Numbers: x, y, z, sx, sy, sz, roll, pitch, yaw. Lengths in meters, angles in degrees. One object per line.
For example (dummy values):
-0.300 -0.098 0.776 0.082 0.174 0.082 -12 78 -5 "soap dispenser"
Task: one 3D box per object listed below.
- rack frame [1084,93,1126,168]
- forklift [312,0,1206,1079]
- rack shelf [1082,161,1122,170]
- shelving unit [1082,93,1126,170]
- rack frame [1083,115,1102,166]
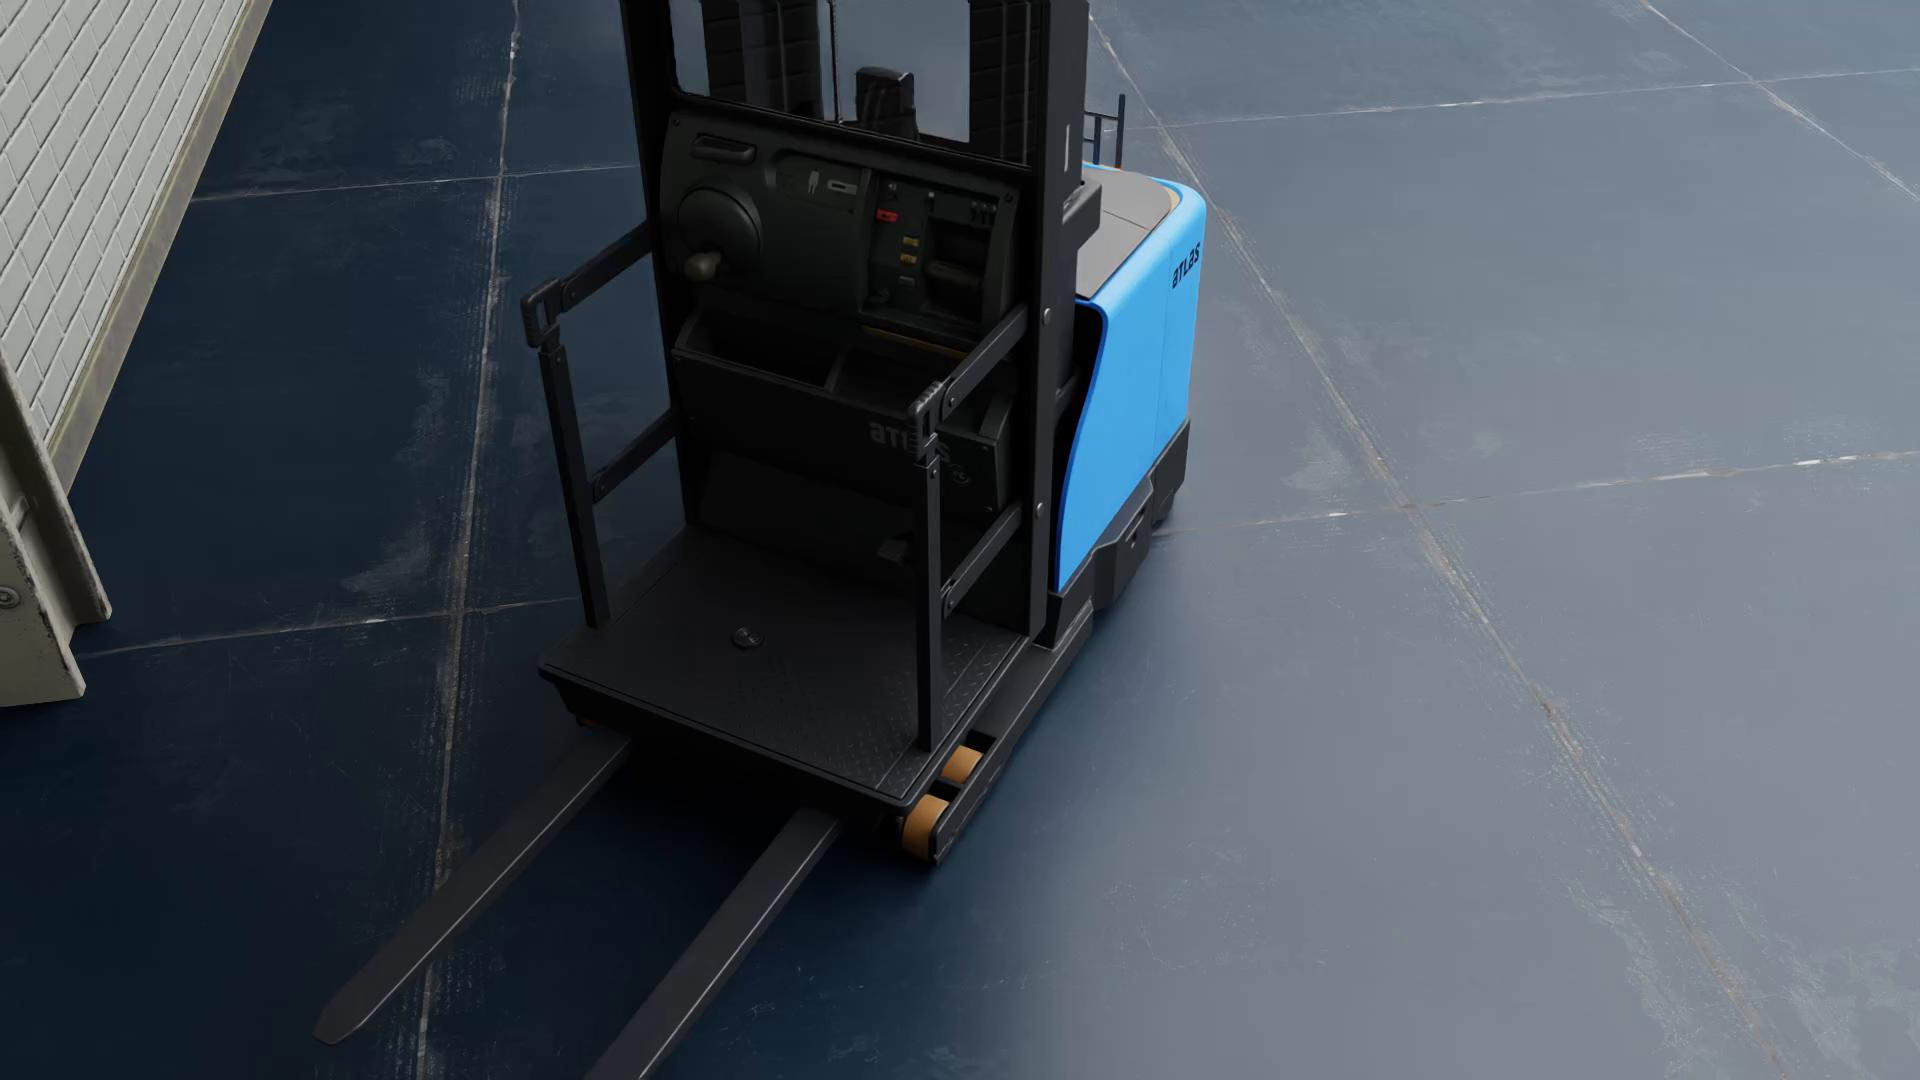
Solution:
0.395 -0.906 5.438 0.240 1.200 0.006 17 41 21 "rack frame"
-0.392 -0.662 3.713 1.130 2.935 3.031 17 41 21 "forklift"
0.353 -1.105 5.180 0.258 0.103 0.180 17 41 21 "rack shelf"
0.353 -0.856 5.374 0.258 1.200 0.189 17 41 21 "shelving unit"
0.311 -0.806 5.309 0.240 1.200 0.006 17 41 21 "rack frame"
